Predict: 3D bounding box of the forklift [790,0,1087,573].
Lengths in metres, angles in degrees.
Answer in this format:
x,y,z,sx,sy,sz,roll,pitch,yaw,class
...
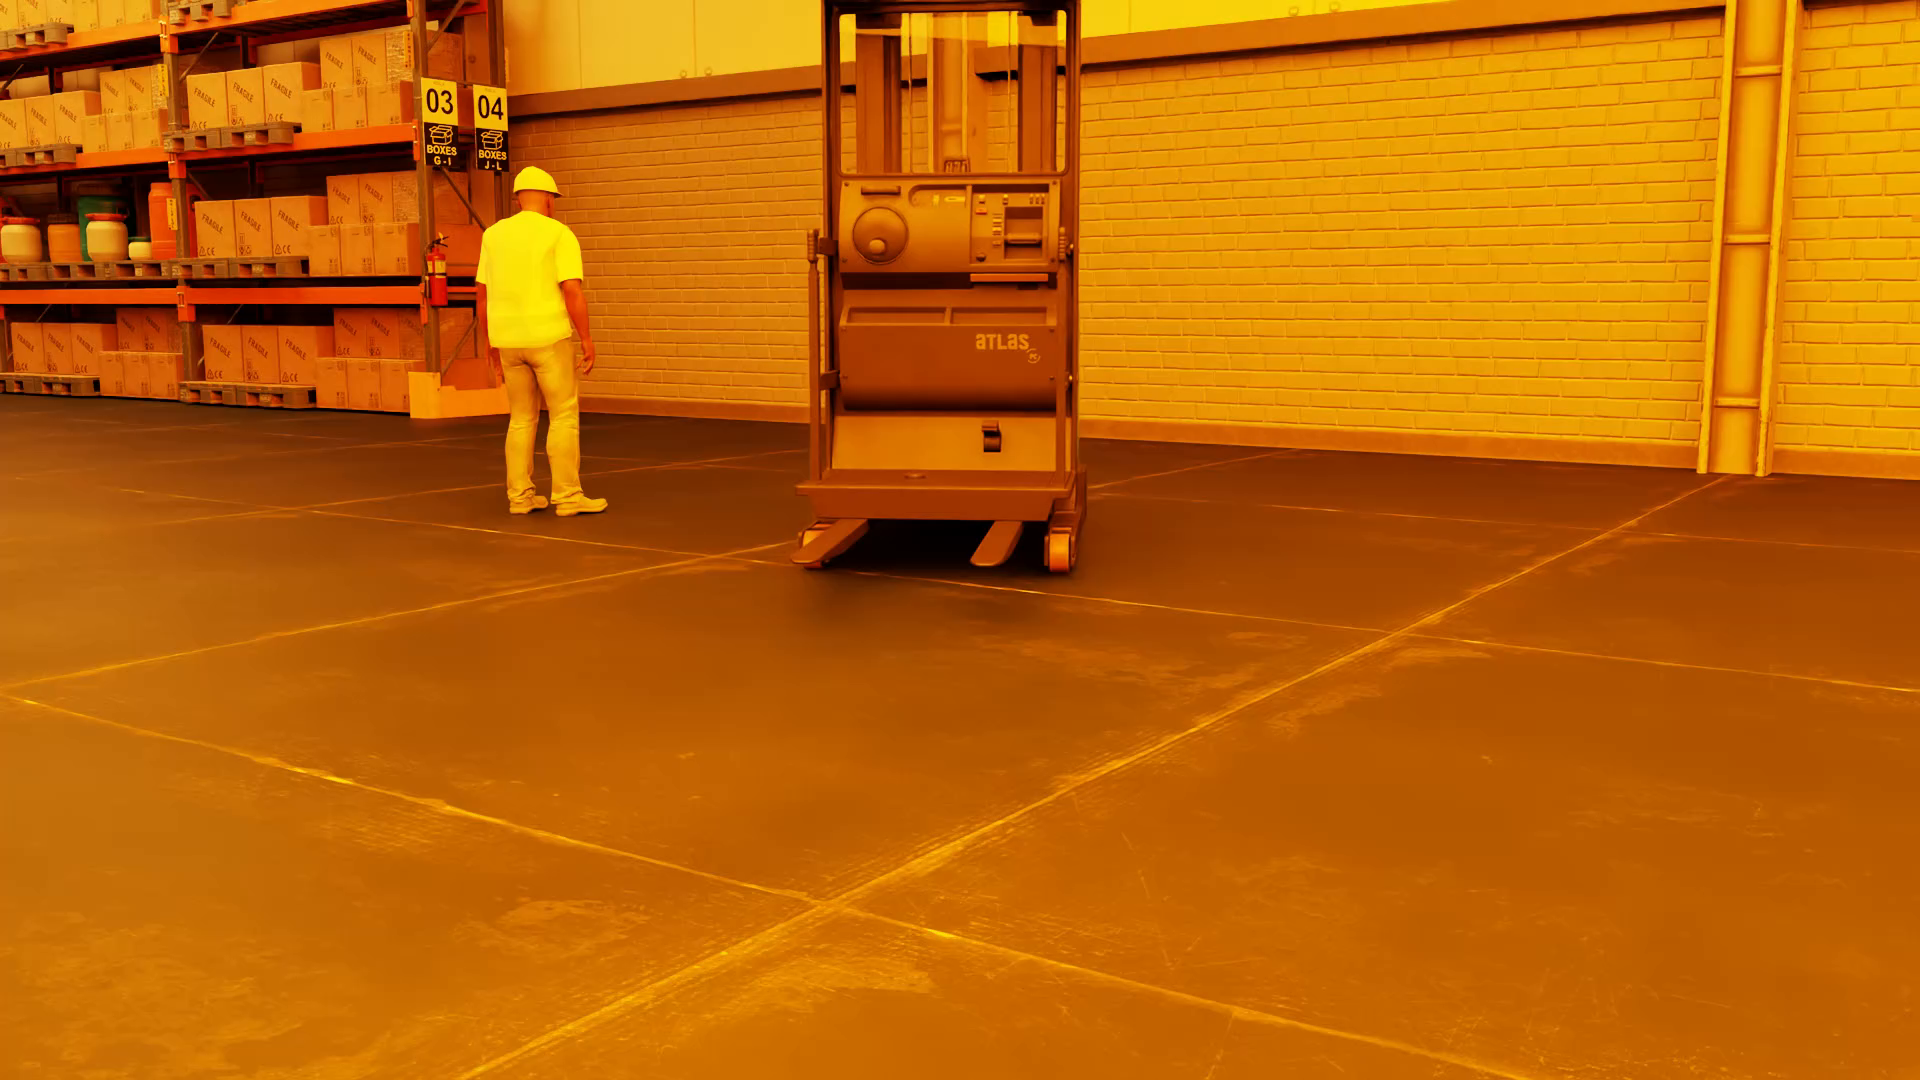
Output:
x,y,z,sx,sy,sz,roll,pitch,yaw,class
-0.064,-1.366,6.796,1.130,2.935,3.031,1,8,6,forklift

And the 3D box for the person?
x,y,z,sx,sy,sz,roll,pitch,yaw,class
-2.156,-1.014,8.498,0.633,1.759,0.462,3,9,20,person
